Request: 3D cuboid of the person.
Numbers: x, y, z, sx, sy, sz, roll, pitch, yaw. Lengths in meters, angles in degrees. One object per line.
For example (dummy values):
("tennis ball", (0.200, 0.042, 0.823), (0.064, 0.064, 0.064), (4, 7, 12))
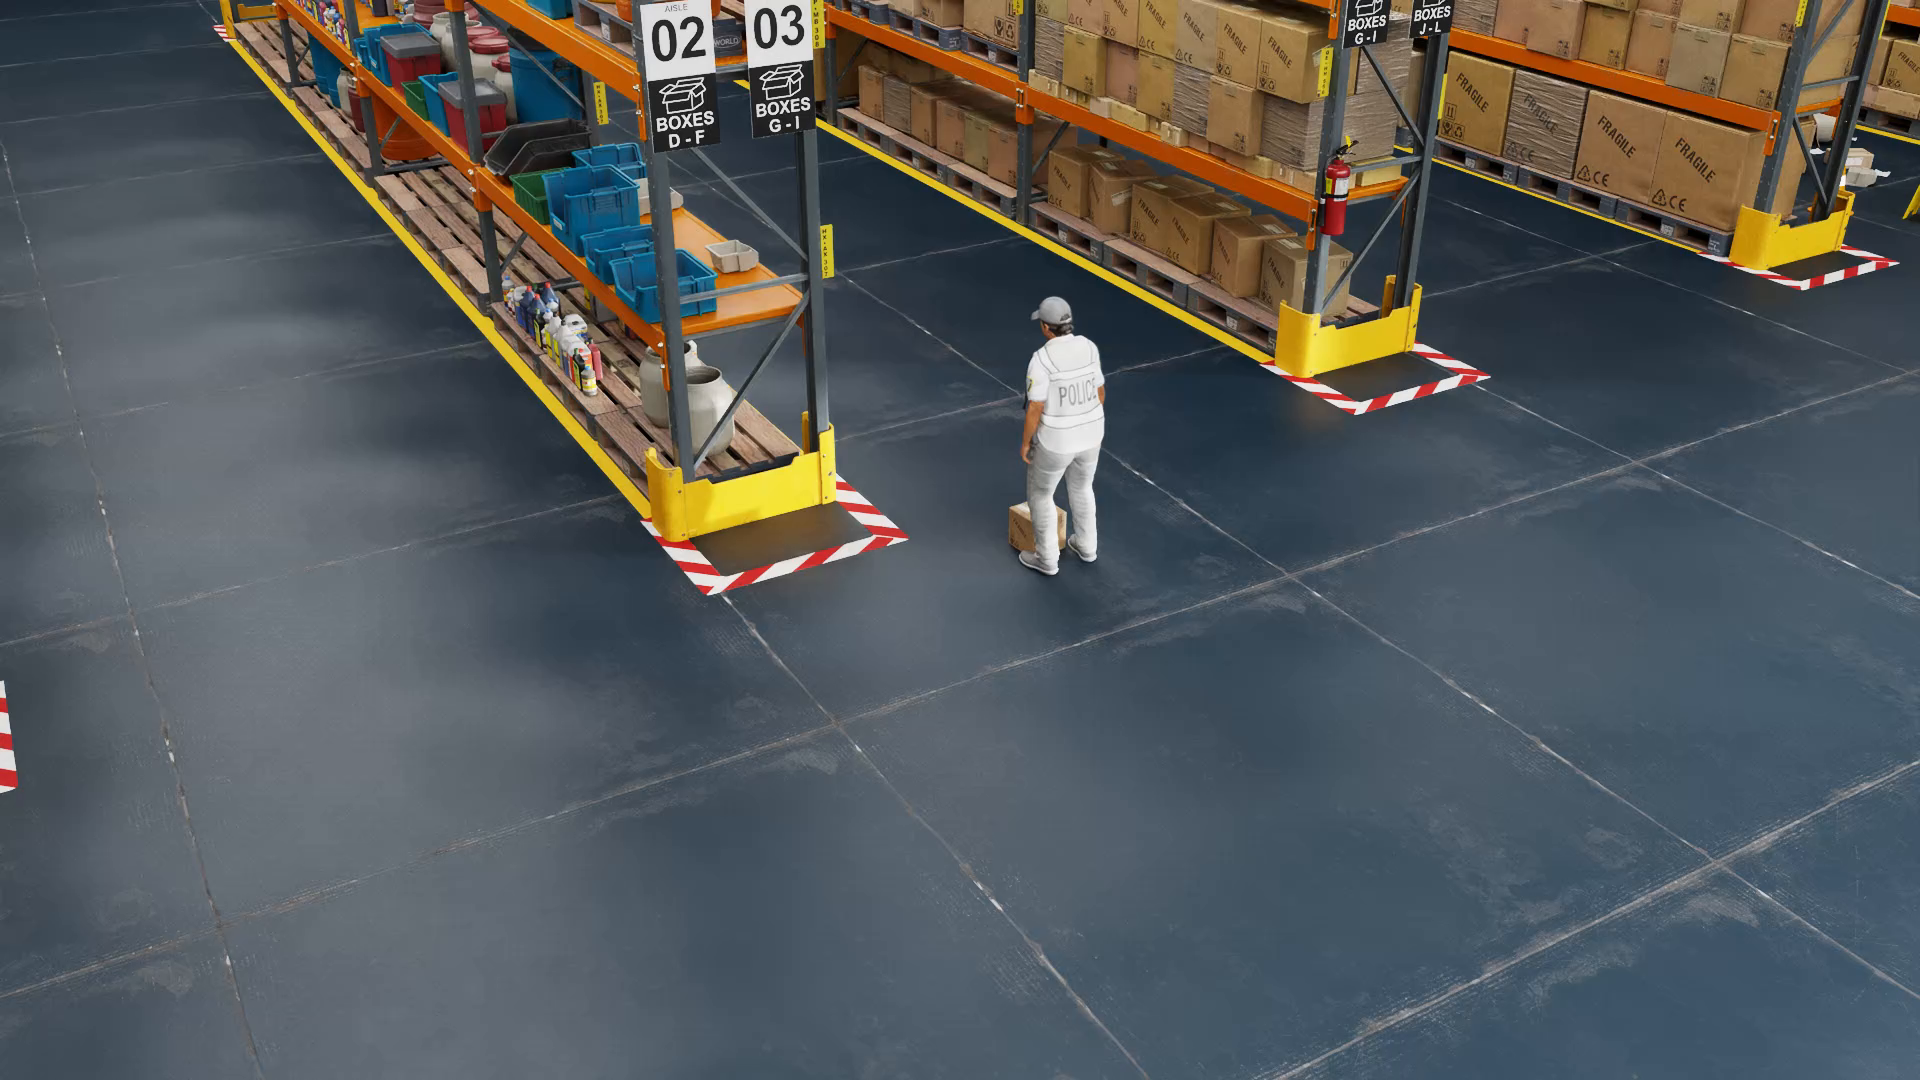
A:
("person", (0.587, -0.603, 9.627), (0.542, 1.666, 0.470), (-16, 33, -26))
